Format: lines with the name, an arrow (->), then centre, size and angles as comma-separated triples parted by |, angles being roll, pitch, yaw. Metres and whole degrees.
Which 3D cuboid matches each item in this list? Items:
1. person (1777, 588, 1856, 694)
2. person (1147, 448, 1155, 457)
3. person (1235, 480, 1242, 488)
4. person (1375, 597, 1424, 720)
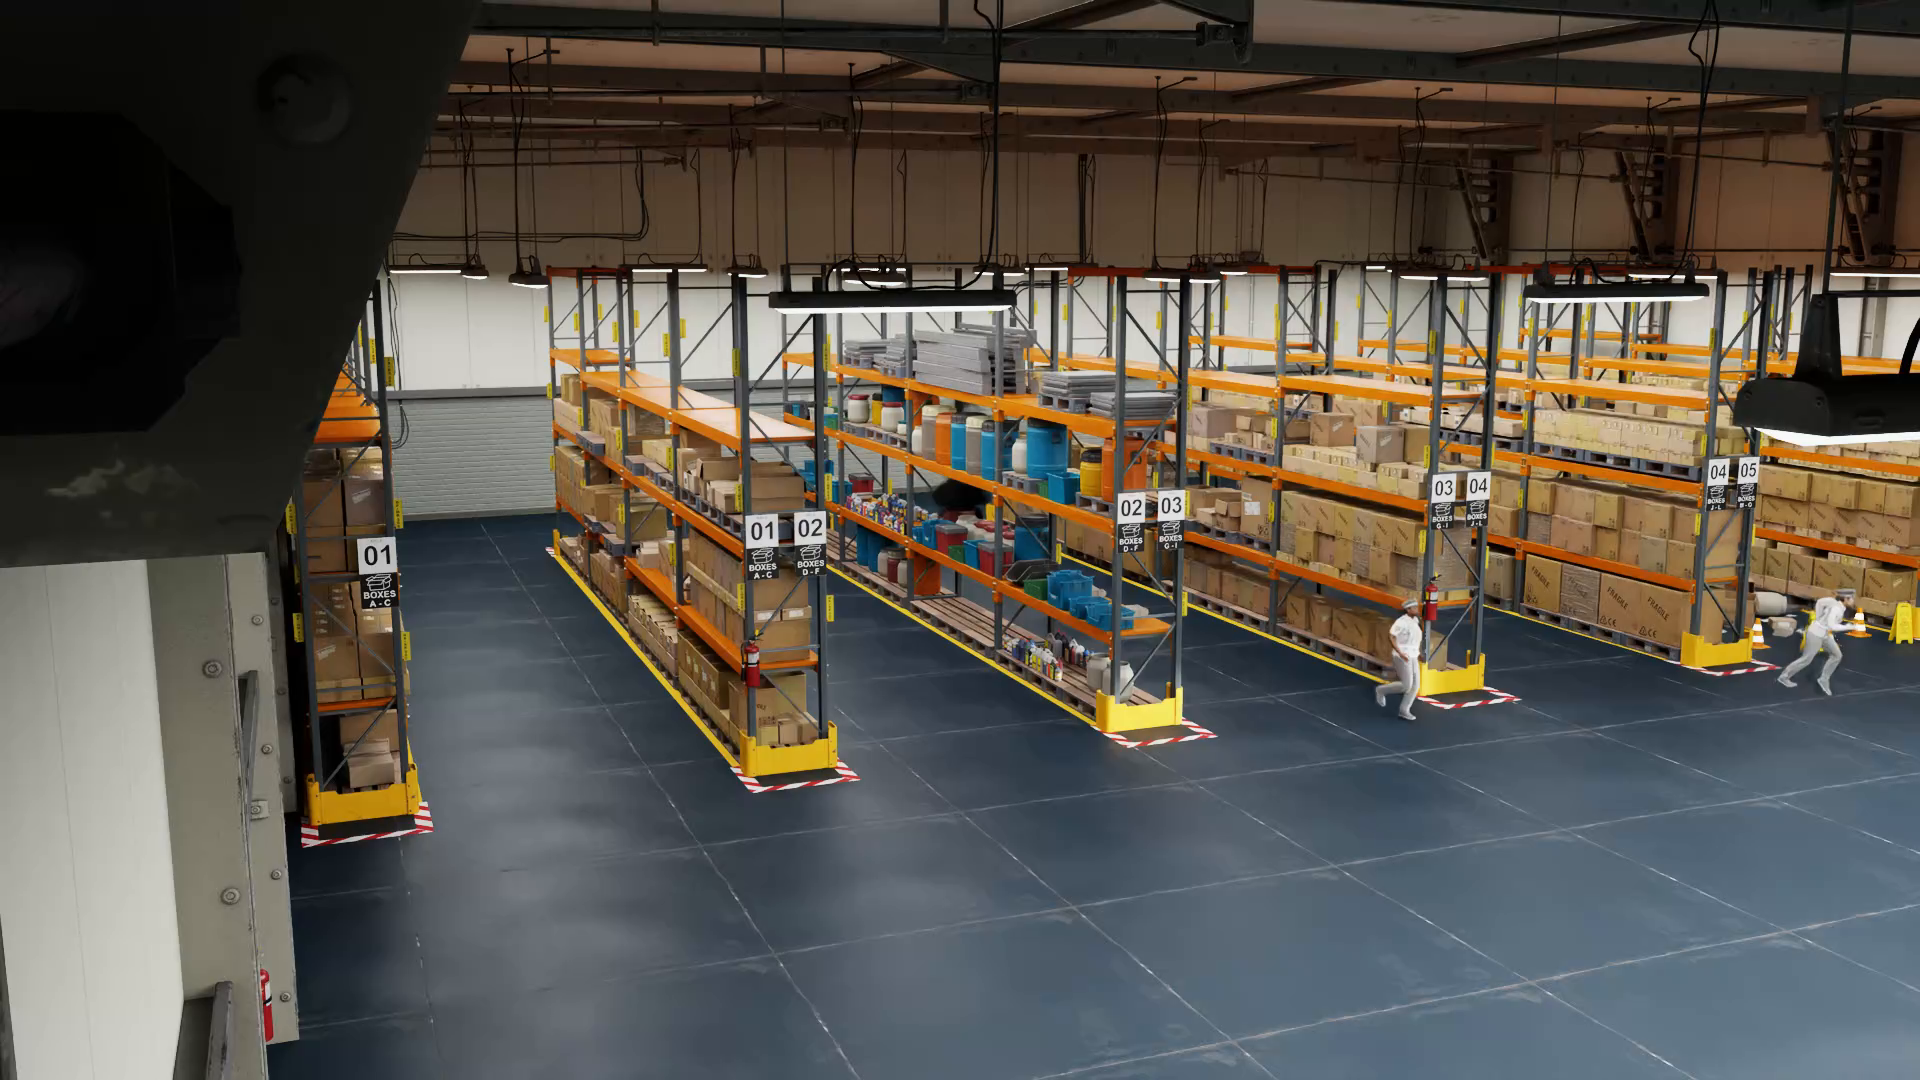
person -> 12.377, 1.447, 24.007 | 0.943, 1.595, 0.652 | 5, 11, 27
person -> 4.543, -1.493, 40.562 | 0.670, 1.615, 0.500 | 7, 12, 34
person -> 7.273, -1.790, 42.209 | 0.561, 1.622, 0.560 | -6, 12, -33
person -> 6.133, 1.589, 22.839 | 0.621, 1.629, 0.646 | -9, 13, -41
